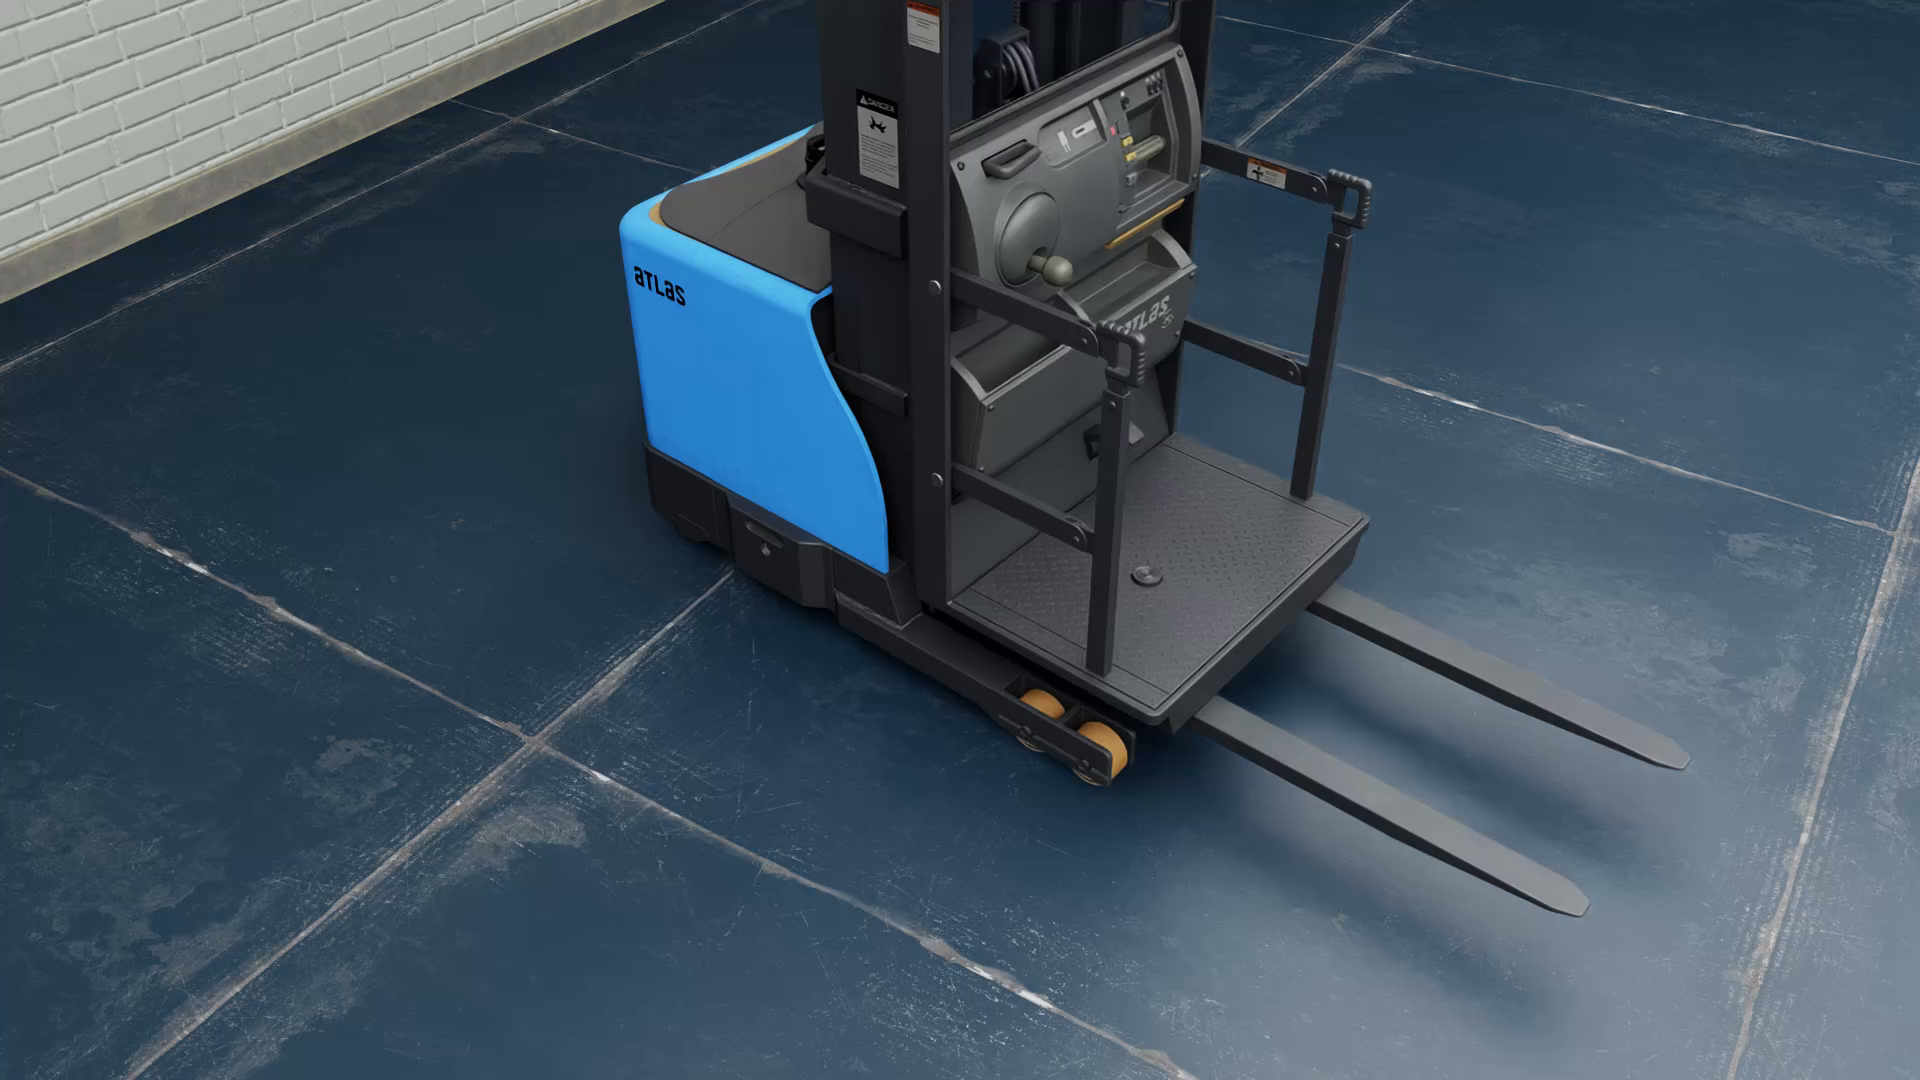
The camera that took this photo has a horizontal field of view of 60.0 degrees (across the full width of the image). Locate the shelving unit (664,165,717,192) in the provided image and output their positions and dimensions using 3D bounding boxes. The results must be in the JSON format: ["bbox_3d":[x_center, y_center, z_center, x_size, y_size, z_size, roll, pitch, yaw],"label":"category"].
[{"bbox_3d":[-0.769,-0.750,5.486,0.258,0.900,0.210,26,45,30],"label":"shelving unit"}]

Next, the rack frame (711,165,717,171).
[{"bbox_3d":[-0.705,-0.799,5.549,0.240,0.900,0.006,26,45,30],"label":"rack frame"}]

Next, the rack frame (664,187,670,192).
[{"bbox_3d":[-0.833,-0.702,5.424,0.240,0.900,0.006,26,45,30],"label":"rack frame"}]

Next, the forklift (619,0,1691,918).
[{"bbox_3d":[0.468,-0.879,3.990,3.031,2.935,1.130,27,45,31],"label":"forklift"}]
